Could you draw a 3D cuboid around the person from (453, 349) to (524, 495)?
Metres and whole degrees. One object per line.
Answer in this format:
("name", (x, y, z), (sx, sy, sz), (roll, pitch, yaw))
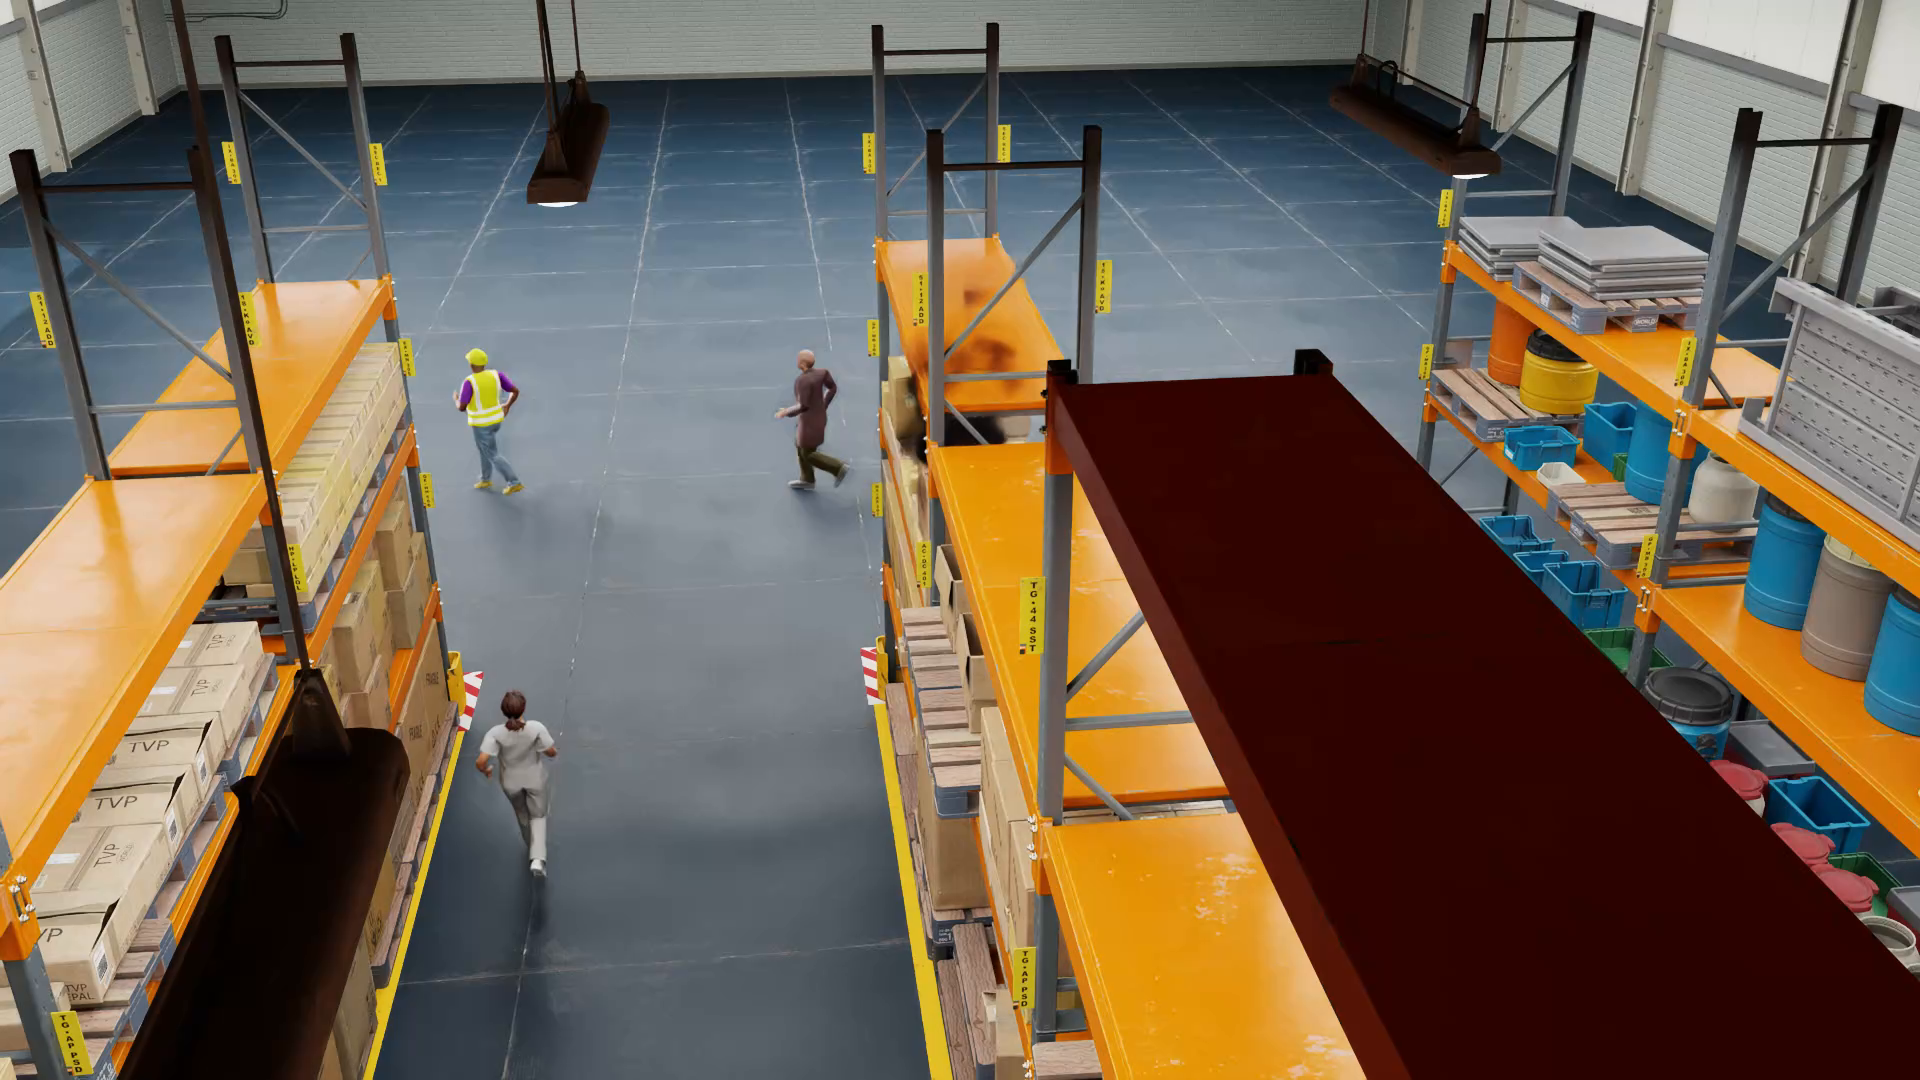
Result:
("person", (-5.479, -1.323, 19.235), (0.866, 1.811, 0.671), (14, 29, 27))

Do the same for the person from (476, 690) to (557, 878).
("person", (-3.348, 1.849, 12.708), (0.584, 1.632, 0.970), (-5, 26, -10))

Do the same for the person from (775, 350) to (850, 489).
("person", (-1.648, -1.366, 19.367), (0.876, 1.750, 0.693), (10, 27, 20))
